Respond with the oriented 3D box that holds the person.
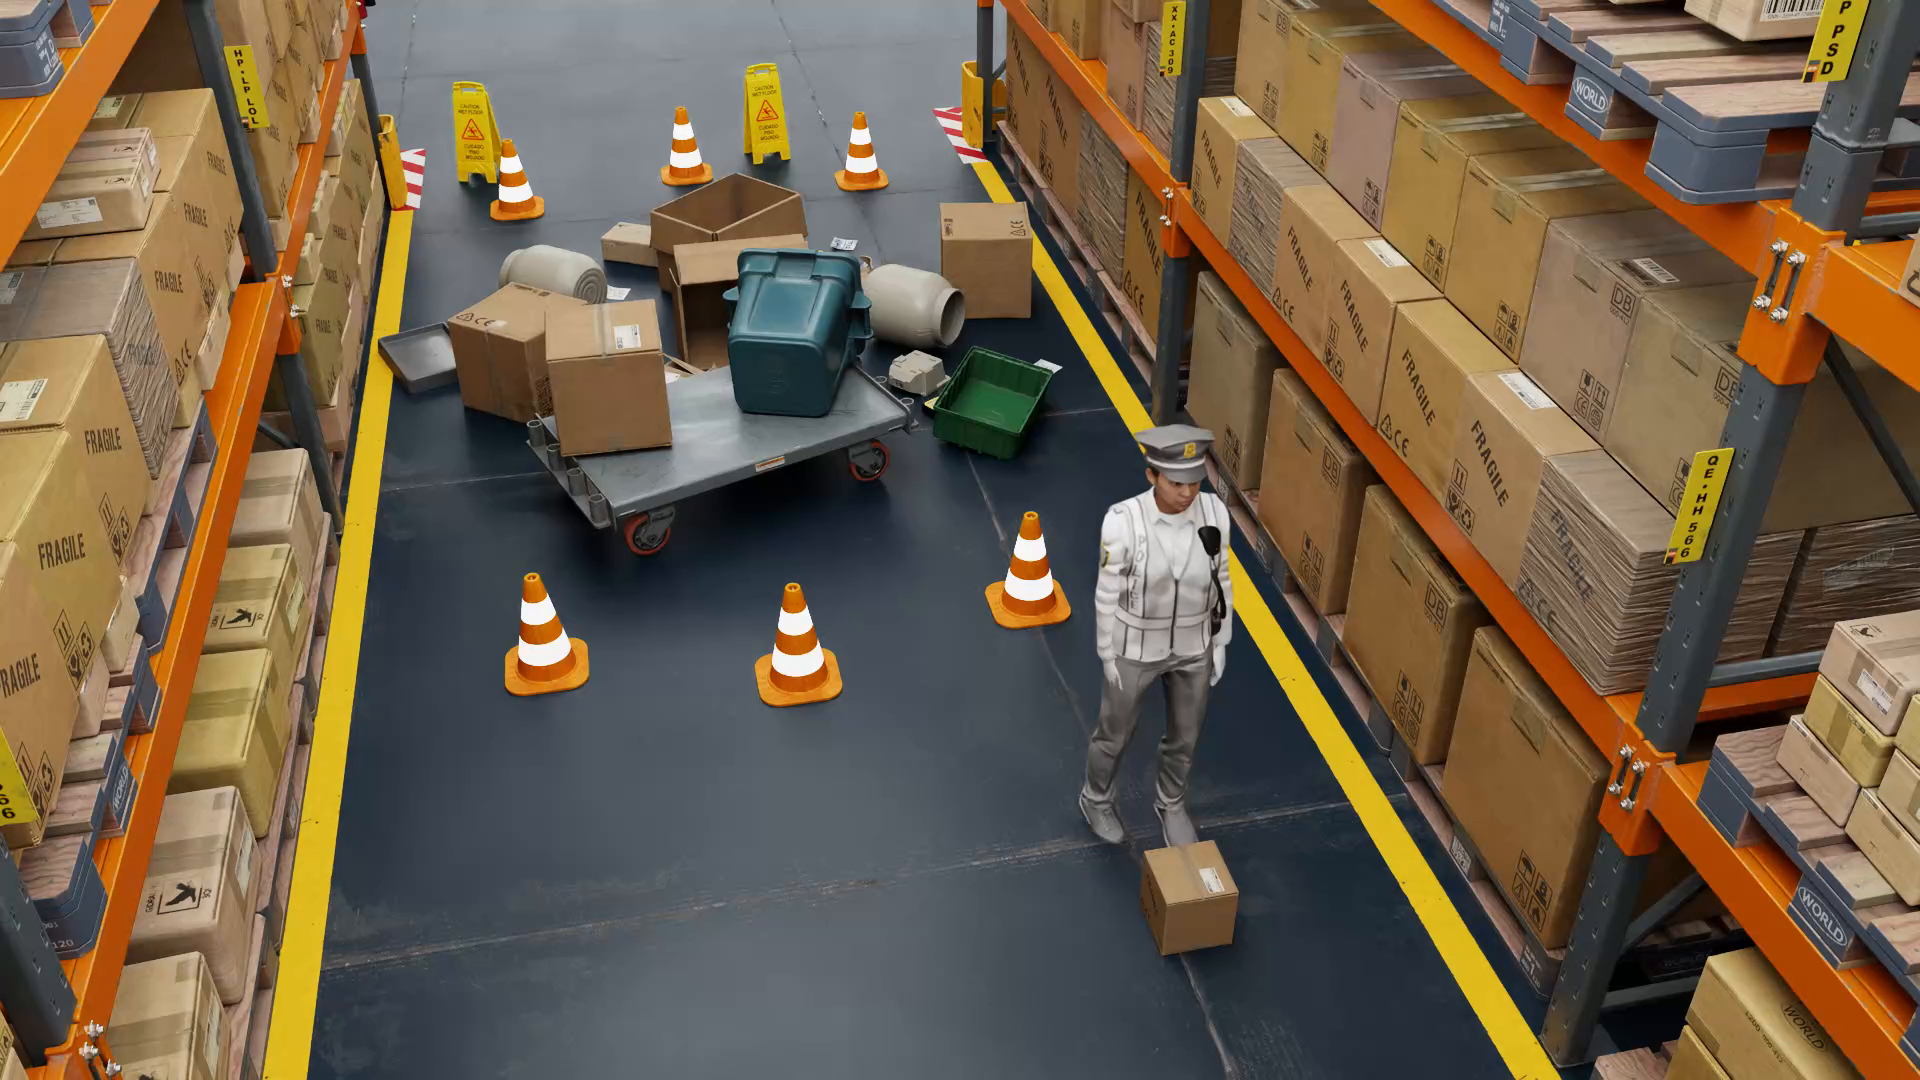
[{"bbox_3d":[0.686,0.377,5.620,0.473,1.728,0.357,-7,35,-10],"label":"person"}]
